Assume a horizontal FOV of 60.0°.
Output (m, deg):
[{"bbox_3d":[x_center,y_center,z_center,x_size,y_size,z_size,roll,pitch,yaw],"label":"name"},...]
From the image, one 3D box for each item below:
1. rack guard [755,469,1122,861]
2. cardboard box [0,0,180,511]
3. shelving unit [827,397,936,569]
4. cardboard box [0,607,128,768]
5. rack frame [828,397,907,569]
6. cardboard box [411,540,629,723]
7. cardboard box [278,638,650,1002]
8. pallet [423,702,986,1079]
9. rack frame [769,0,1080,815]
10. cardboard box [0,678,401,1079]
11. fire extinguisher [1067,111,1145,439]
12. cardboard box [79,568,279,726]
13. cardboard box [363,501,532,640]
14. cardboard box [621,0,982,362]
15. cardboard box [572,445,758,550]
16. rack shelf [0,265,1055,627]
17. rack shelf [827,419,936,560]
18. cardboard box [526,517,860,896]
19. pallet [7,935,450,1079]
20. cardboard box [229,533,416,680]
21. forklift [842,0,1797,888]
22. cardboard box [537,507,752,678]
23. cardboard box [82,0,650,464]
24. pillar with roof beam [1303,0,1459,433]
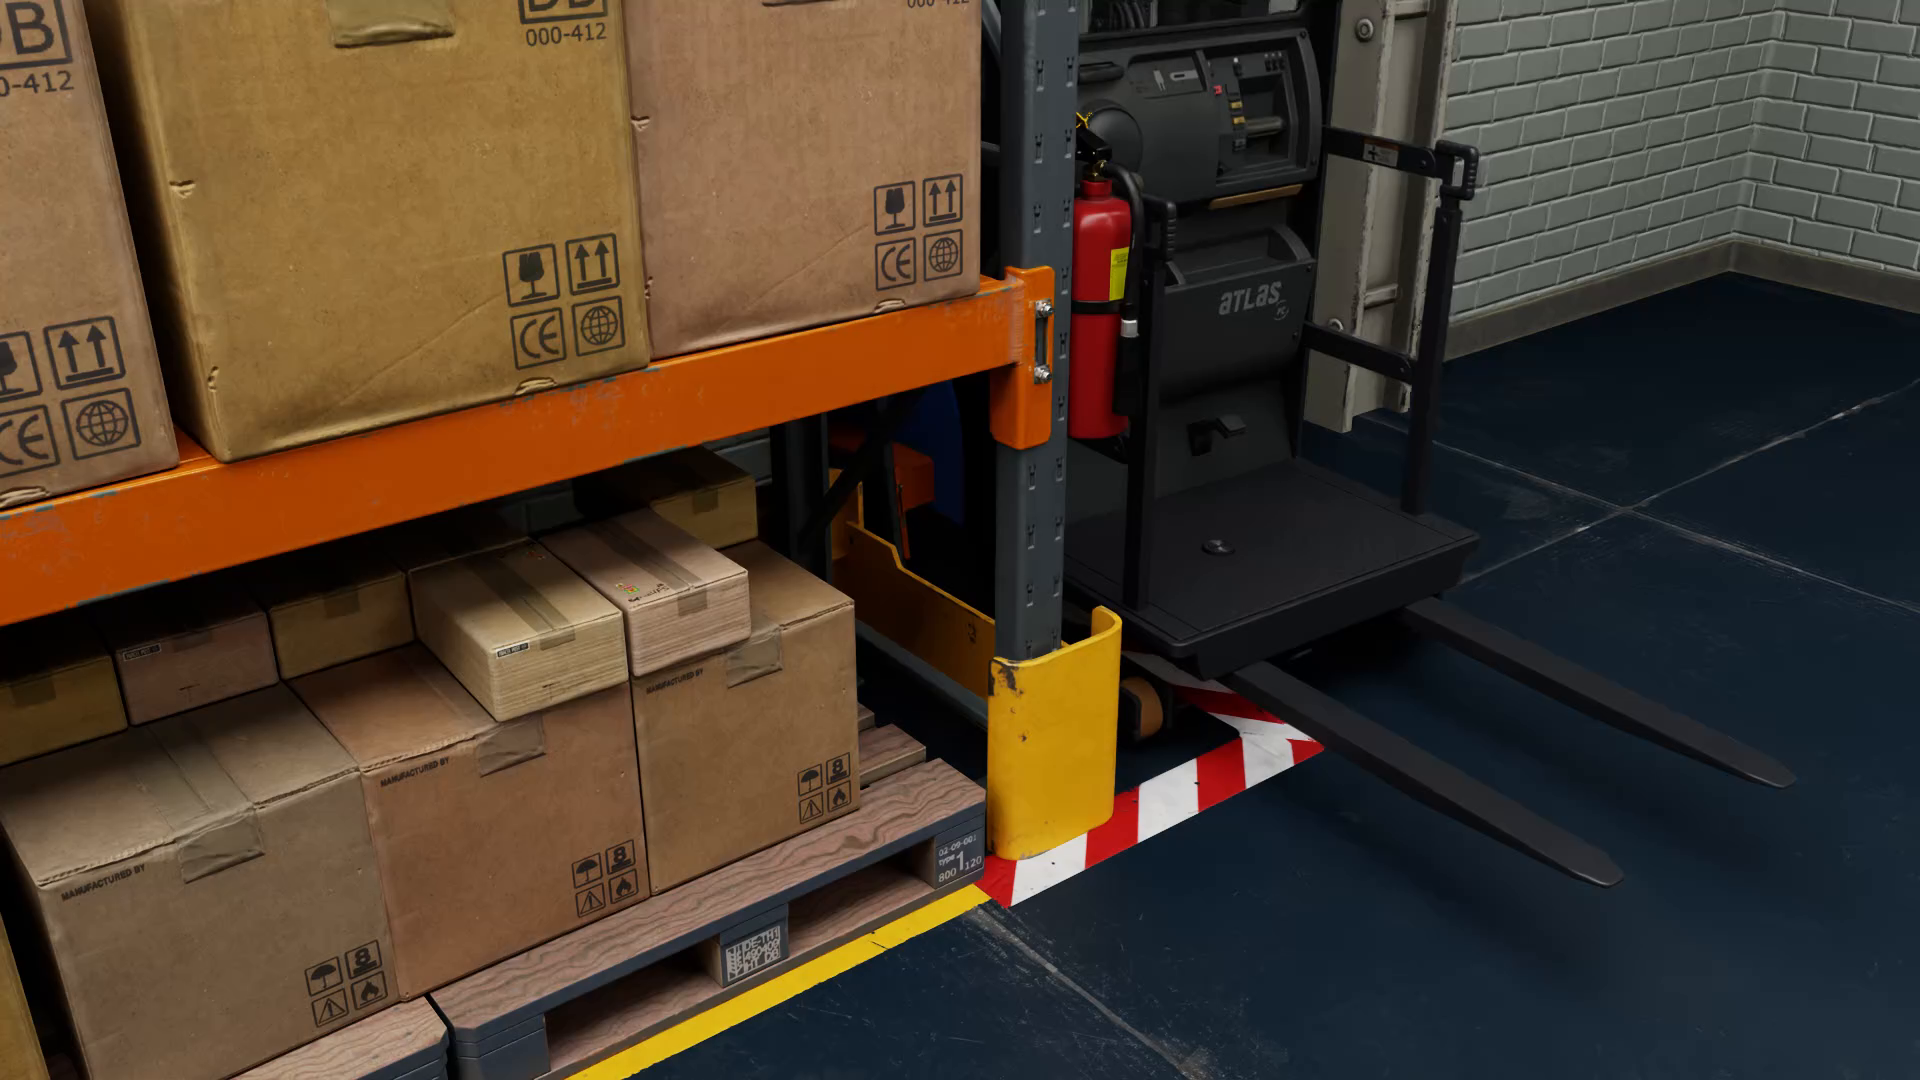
[{"bbox_3d":[-0.111,0.261,4.093,0.348,0.500,1.175,-18,31,-34],"label":"rack guard"},{"bbox_3d":[-1.697,-0.479,2.362,0.700,0.700,0.980,-20,32,-36],"label":"cardboard box"},{"bbox_3d":[0.048,-0.518,4.950,1.048,1.125,0.538,-22,28,-32],"label":"shelving unit"},{"bbox_3d":[-1.641,0.229,2.893,0.250,0.149,0.380,-18,30,-34],"label":"cardboard box"},{"bbox_3d":[-0.352,-0.359,4.680,0.032,1.125,0.500,-22,28,-32],"label":"rack frame"},{"bbox_3d":[-0.809,0.158,3.046,0.250,0.149,0.380,-17,30,-33],"label":"cardboard box"},{"bbox_3d":[-1.013,0.422,3.248,0.500,0.500,0.700,-18,31,-34],"label":"cardboard box"},{"bbox_3d":[-0.711,0.632,3.637,1.213,0.211,1.003,-18,31,-34],"label":"pallet"},{"bbox_3d":[-0.130,-0.866,3.553,0.127,3.000,1.000,-18,31,-34],"label":"rack frame"},{"bbox_3d":[-1.408,0.553,2.966,0.500,0.500,0.700,-19,31,-36],"label":"cardboard box"},{"bbox_3d":[0.273,-0.548,3.403,0.183,0.674,0.296,-18,31,-34],"label":"fire extinguisher"},{"bbox_3d":[-1.440,0.162,3.037,0.250,0.149,0.380,-18,30,-33],"label":"cardboard box"},{"bbox_3d":[-1.043,0.031,3.320,0.250,0.149,0.380,-18,30,-34],"label":"cardboard box"},{"bbox_3d":[-0.525,-0.866,3.197,0.700,0.700,0.980,-17,30,-32],"label":"cardboard box"},{"bbox_3d":[-0.644,-0.101,3.604,0.250,0.149,0.380,-18,30,-34],"label":"cardboard box"},{"bbox_3d":[-1.704,-0.020,2.585,4.000,0.370,1.077,-18,31,-34],"label":"rack shelf"},{"bbox_3d":[0.071,-0.295,5.047,1.000,0.278,0.538,-22,28,-32],"label":"rack shelf"},{"bbox_3d":[-0.619,0.292,3.528,0.500,0.500,0.700,-18,31,-34],"label":"cardboard box"},{"bbox_3d":[-1.671,0.948,2.958,1.213,0.211,1.003,-18,31,-34],"label":"pallet"},{"bbox_3d":[-1.240,0.096,3.180,0.250,0.149,0.380,-18,30,-34],"label":"cardboard box"},{"bbox_3d":[0.679,-1.051,4.034,1.130,2.935,3.031,-16,29,-31],"label":"forklift"},{"bbox_3d":[-0.608,0.092,3.189,0.250,0.149,0.380,-19,31,-35],"label":"cardboard box"},{"bbox_3d":[-1.091,-0.674,2.782,0.700,0.700,0.980,-19,31,-34],"label":"cardboard box"},{"bbox_3d":[4.117,-3.149,1.346,0.400,9.000,9.100,-18,31,-34],"label":"pillar with roof beam"}]
